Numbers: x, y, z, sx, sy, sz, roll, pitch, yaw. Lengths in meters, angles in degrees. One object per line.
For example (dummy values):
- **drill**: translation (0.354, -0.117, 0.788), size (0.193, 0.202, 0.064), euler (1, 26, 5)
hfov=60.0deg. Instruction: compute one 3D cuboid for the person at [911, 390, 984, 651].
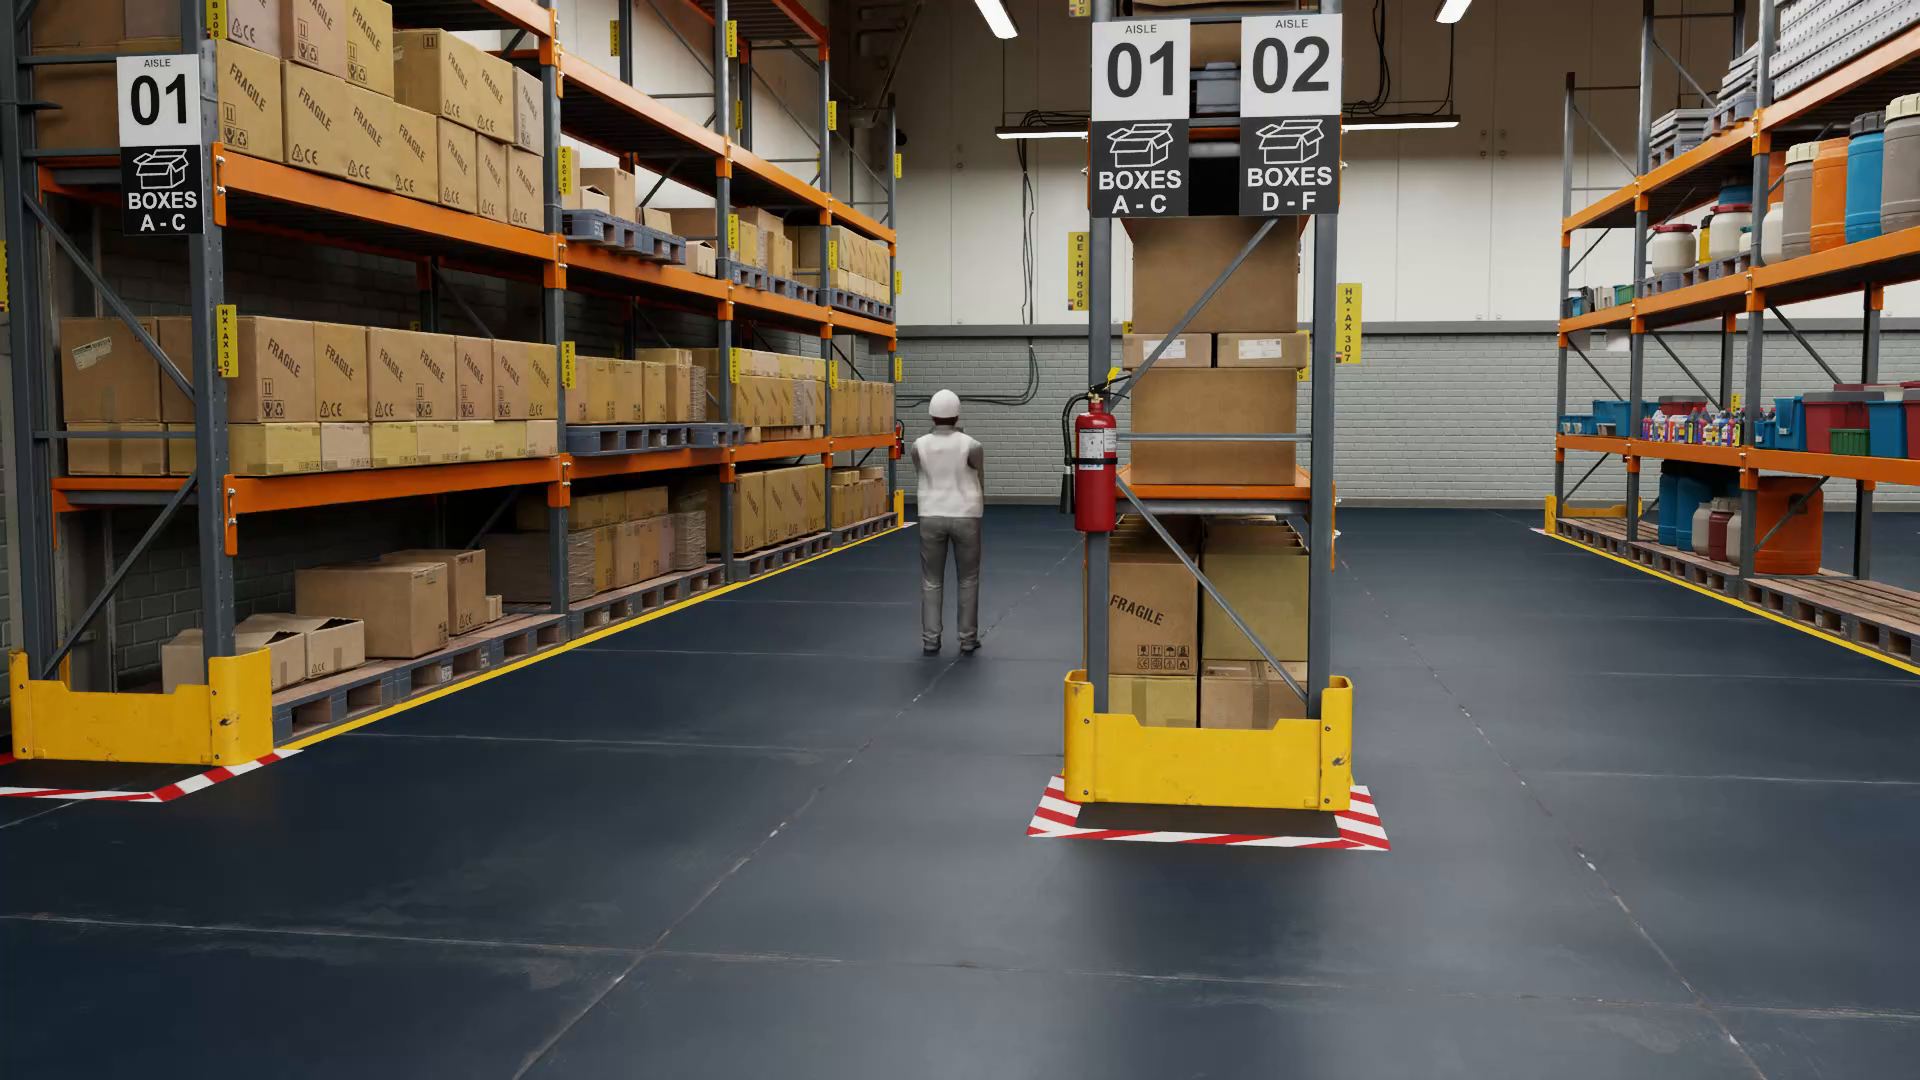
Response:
- **person**: translation (-0.069, -0.140, 11.332), size (0.494, 1.762, 0.555), euler (1, 4, 9)
